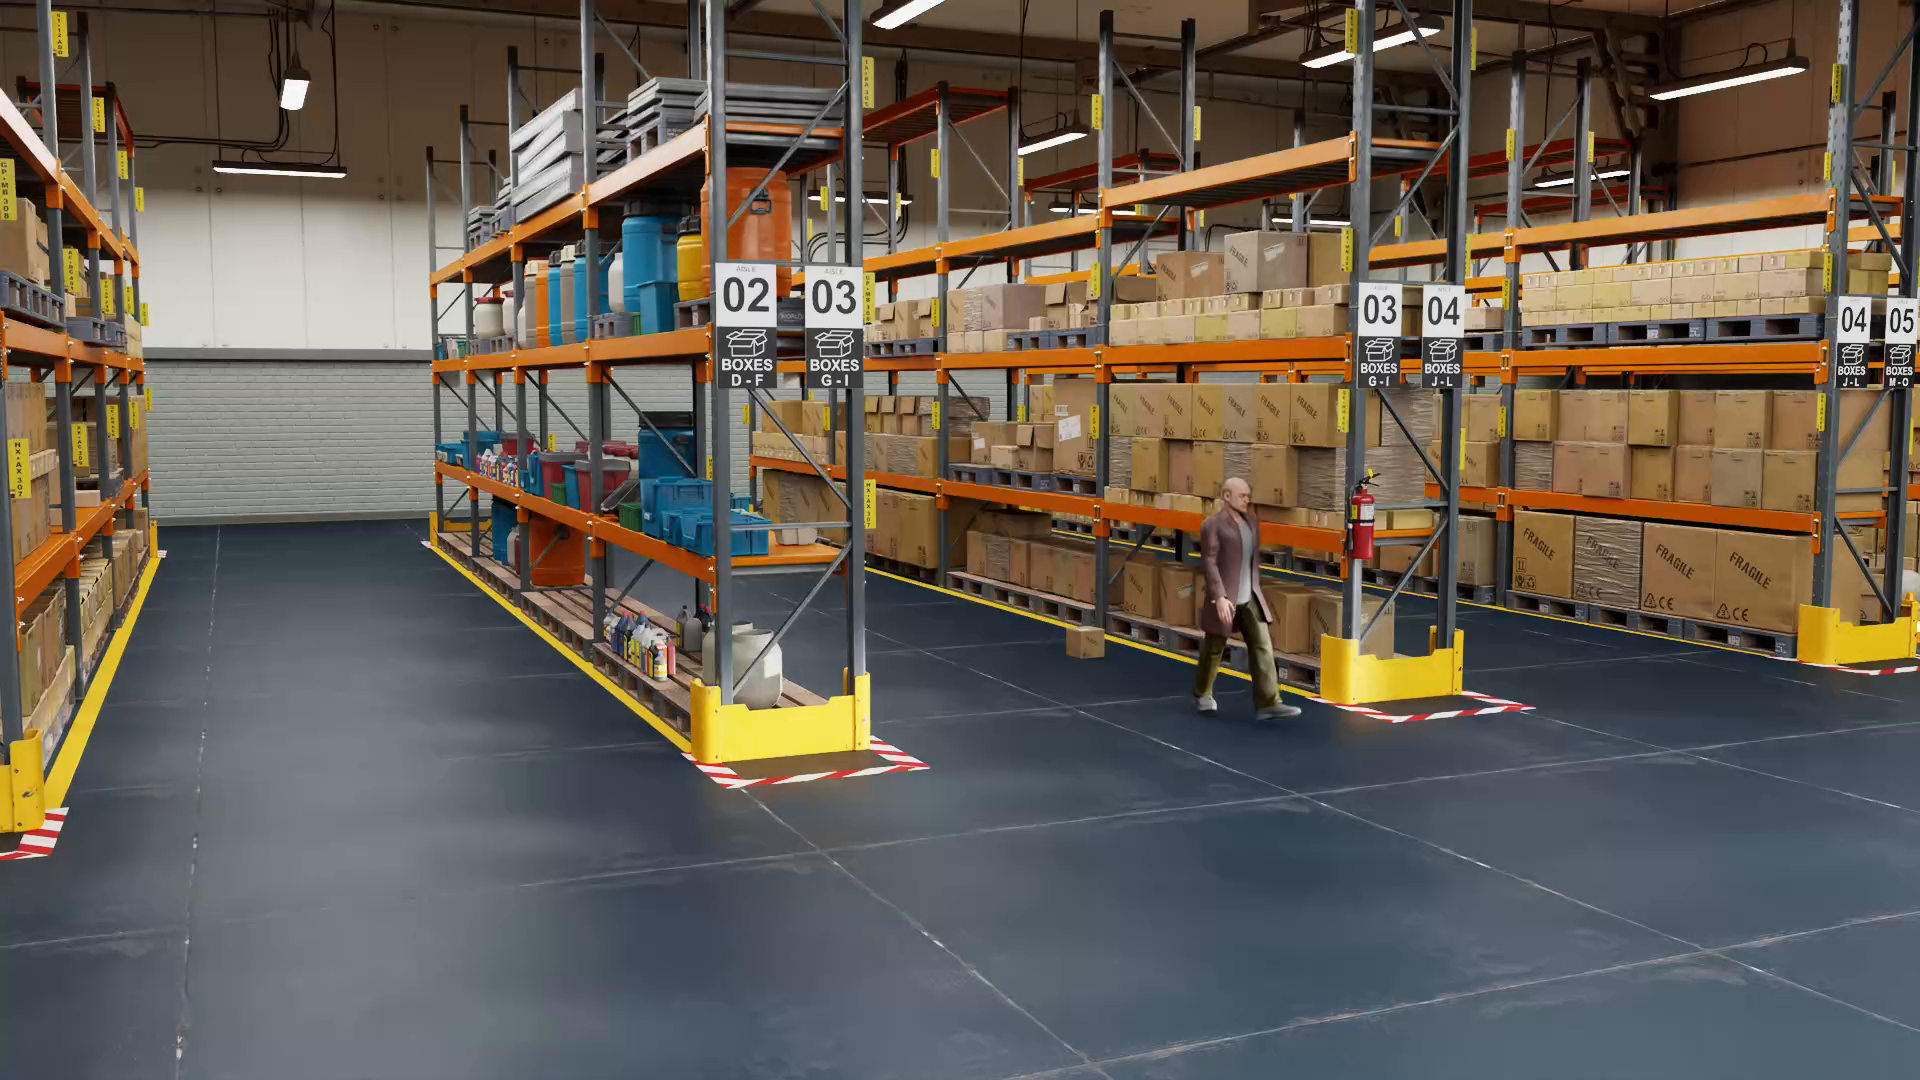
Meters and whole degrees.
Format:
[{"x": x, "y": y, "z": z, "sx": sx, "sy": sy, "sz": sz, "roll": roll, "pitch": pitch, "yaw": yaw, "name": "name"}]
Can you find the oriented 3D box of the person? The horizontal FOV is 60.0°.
[{"x": 2.023, "y": 0.421, "z": 12.037, "sx": 0.584, "sy": 1.737, "sz": 1.014, "roll": -3, "pitch": 6, "yaw": -26, "name": "person"}]
